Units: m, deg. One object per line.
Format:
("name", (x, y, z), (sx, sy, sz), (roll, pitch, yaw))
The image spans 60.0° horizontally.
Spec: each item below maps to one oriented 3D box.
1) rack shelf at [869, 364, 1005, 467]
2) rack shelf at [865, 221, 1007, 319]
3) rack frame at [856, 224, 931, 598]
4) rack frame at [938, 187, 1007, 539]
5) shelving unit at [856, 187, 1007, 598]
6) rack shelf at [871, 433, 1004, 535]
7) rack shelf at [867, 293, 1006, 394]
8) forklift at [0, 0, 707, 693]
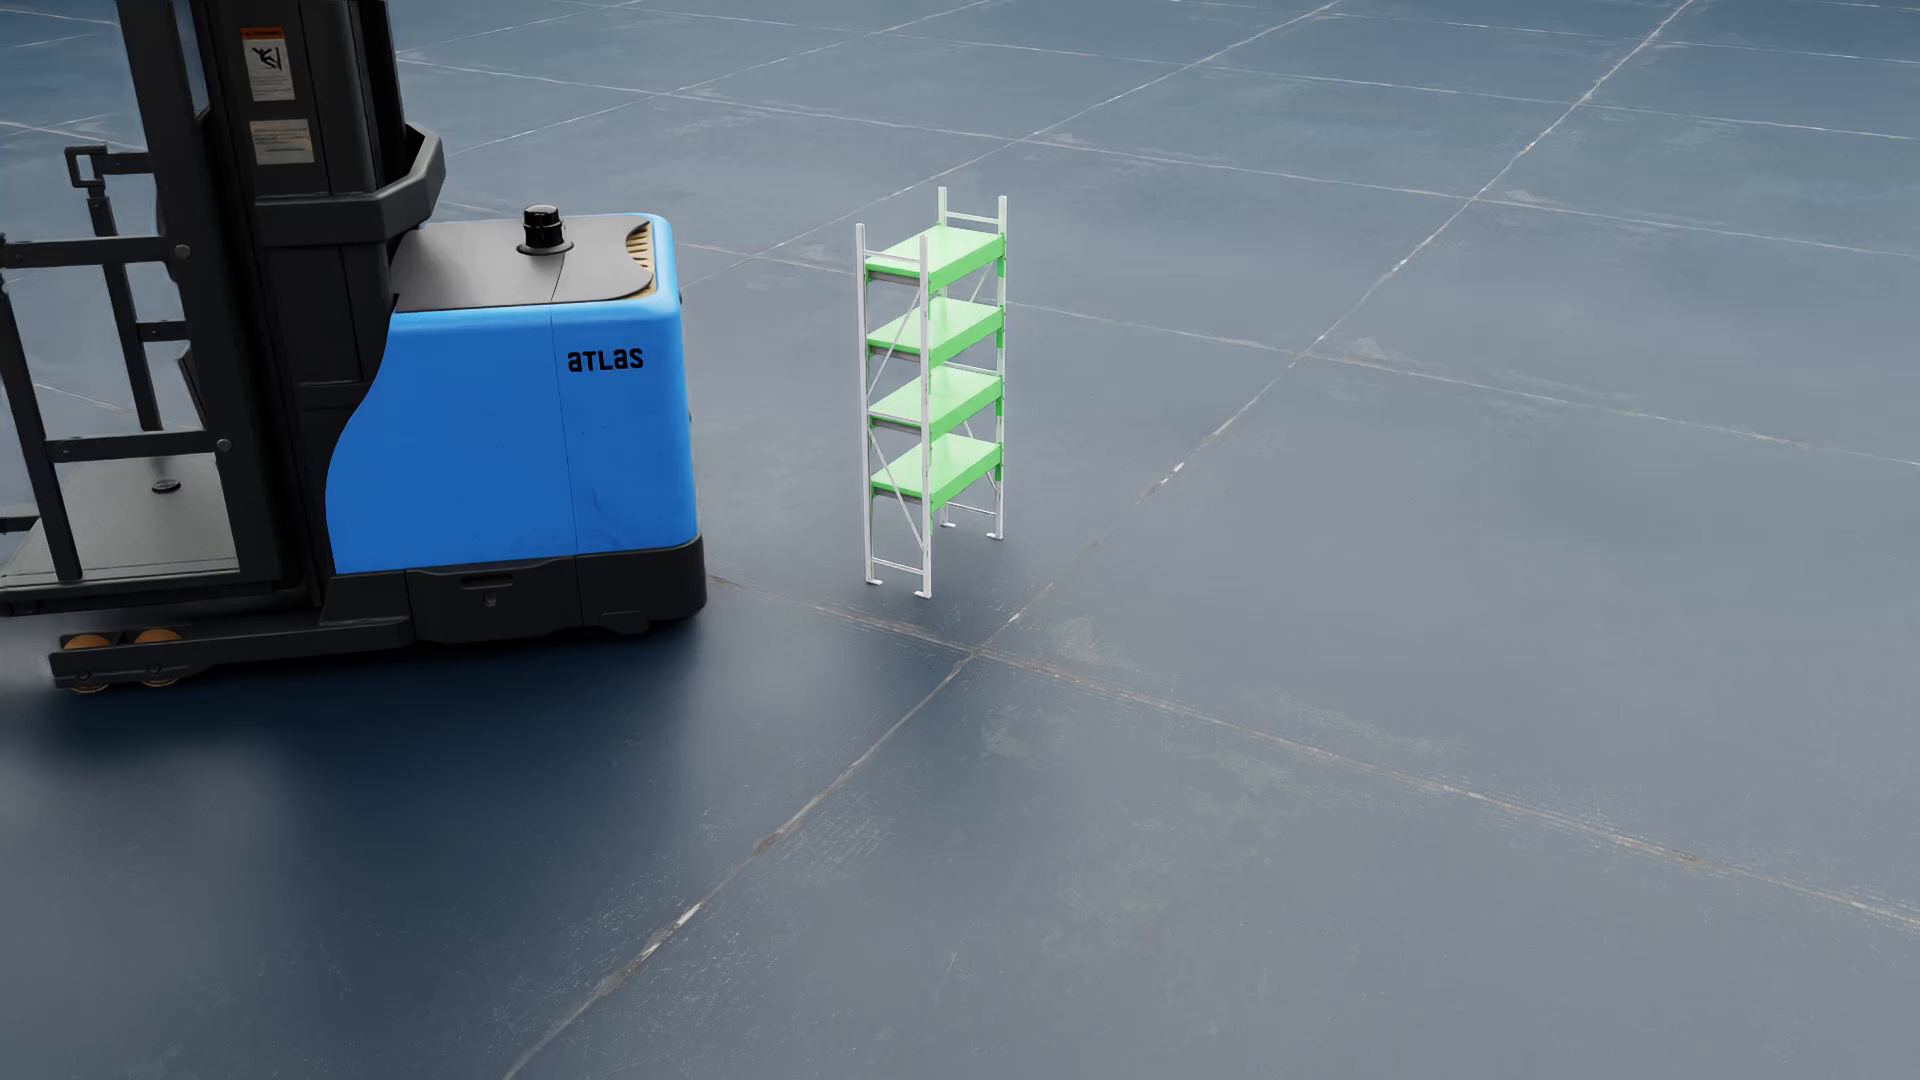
("rack shelf", (-0.081, -0.415, 5.381), (0.258, 0.148, 0.480), (14, 30, 26))
("rack shelf", (-0.081, -0.844, 5.166), (0.258, 0.148, 0.480), (14, 30, 26))
("rack frame", (-0.201, -0.377, 5.163), (0.240, 1.200, 0.015), (14, 30, 26))
("rack frame", (0.039, -0.567, 5.543), (0.240, 1.200, 0.015), (14, 30, 26))
("shelving unit", (-0.081, -0.472, 5.353), (0.258, 1.200, 0.503), (14, 30, 26))
("rack shelf", (-0.081, -0.200, 5.489), (0.258, 0.148, 0.480), (14, 30, 26))
("rack shelf", (-0.081, -0.629, 5.274), (0.258, 0.148, 0.480), (14, 30, 26))
("forklift", (-2.359, -1.120, 4.714), (3.031, 2.935, 1.130), (-5, 27, -9))
